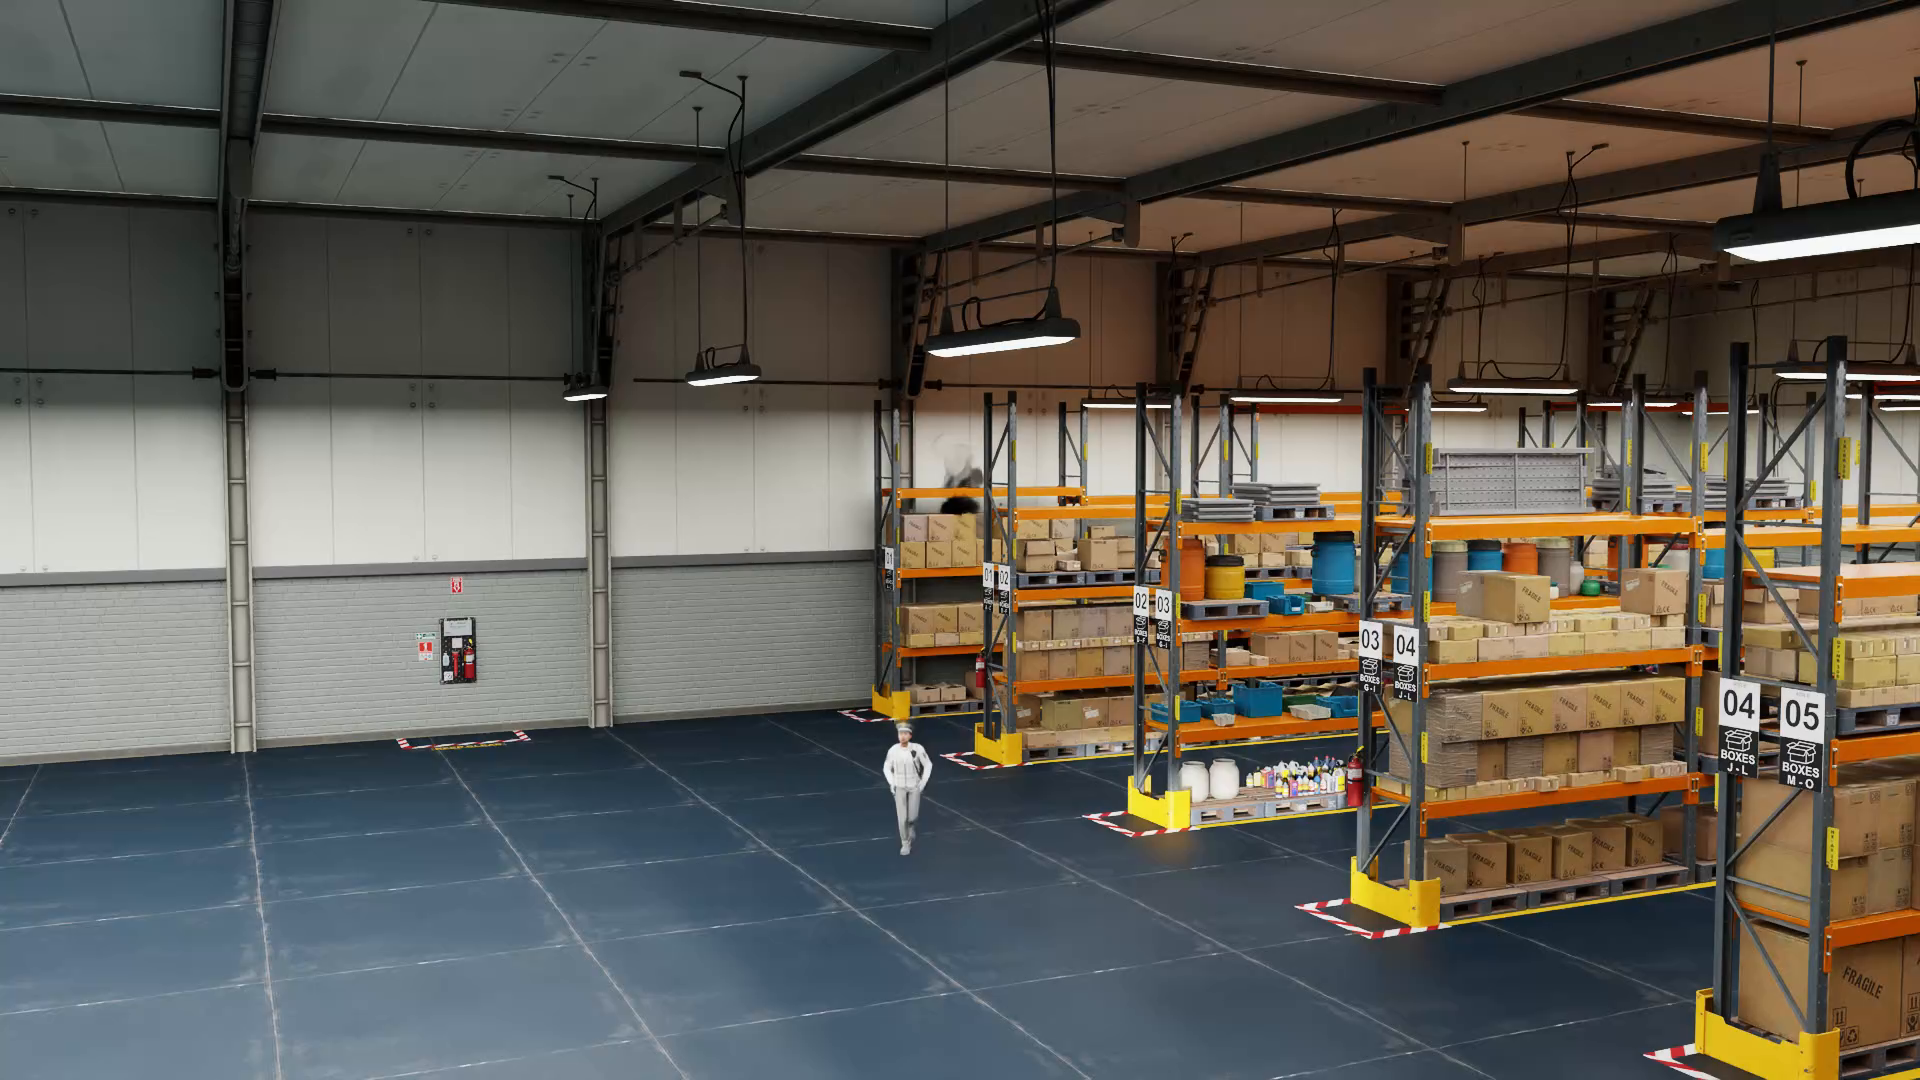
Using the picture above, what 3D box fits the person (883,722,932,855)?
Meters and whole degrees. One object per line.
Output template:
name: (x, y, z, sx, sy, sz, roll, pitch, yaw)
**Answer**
person: (-0.669, 3.120, 21.008, 0.619, 1.667, 0.508, 0, 3, 4)
